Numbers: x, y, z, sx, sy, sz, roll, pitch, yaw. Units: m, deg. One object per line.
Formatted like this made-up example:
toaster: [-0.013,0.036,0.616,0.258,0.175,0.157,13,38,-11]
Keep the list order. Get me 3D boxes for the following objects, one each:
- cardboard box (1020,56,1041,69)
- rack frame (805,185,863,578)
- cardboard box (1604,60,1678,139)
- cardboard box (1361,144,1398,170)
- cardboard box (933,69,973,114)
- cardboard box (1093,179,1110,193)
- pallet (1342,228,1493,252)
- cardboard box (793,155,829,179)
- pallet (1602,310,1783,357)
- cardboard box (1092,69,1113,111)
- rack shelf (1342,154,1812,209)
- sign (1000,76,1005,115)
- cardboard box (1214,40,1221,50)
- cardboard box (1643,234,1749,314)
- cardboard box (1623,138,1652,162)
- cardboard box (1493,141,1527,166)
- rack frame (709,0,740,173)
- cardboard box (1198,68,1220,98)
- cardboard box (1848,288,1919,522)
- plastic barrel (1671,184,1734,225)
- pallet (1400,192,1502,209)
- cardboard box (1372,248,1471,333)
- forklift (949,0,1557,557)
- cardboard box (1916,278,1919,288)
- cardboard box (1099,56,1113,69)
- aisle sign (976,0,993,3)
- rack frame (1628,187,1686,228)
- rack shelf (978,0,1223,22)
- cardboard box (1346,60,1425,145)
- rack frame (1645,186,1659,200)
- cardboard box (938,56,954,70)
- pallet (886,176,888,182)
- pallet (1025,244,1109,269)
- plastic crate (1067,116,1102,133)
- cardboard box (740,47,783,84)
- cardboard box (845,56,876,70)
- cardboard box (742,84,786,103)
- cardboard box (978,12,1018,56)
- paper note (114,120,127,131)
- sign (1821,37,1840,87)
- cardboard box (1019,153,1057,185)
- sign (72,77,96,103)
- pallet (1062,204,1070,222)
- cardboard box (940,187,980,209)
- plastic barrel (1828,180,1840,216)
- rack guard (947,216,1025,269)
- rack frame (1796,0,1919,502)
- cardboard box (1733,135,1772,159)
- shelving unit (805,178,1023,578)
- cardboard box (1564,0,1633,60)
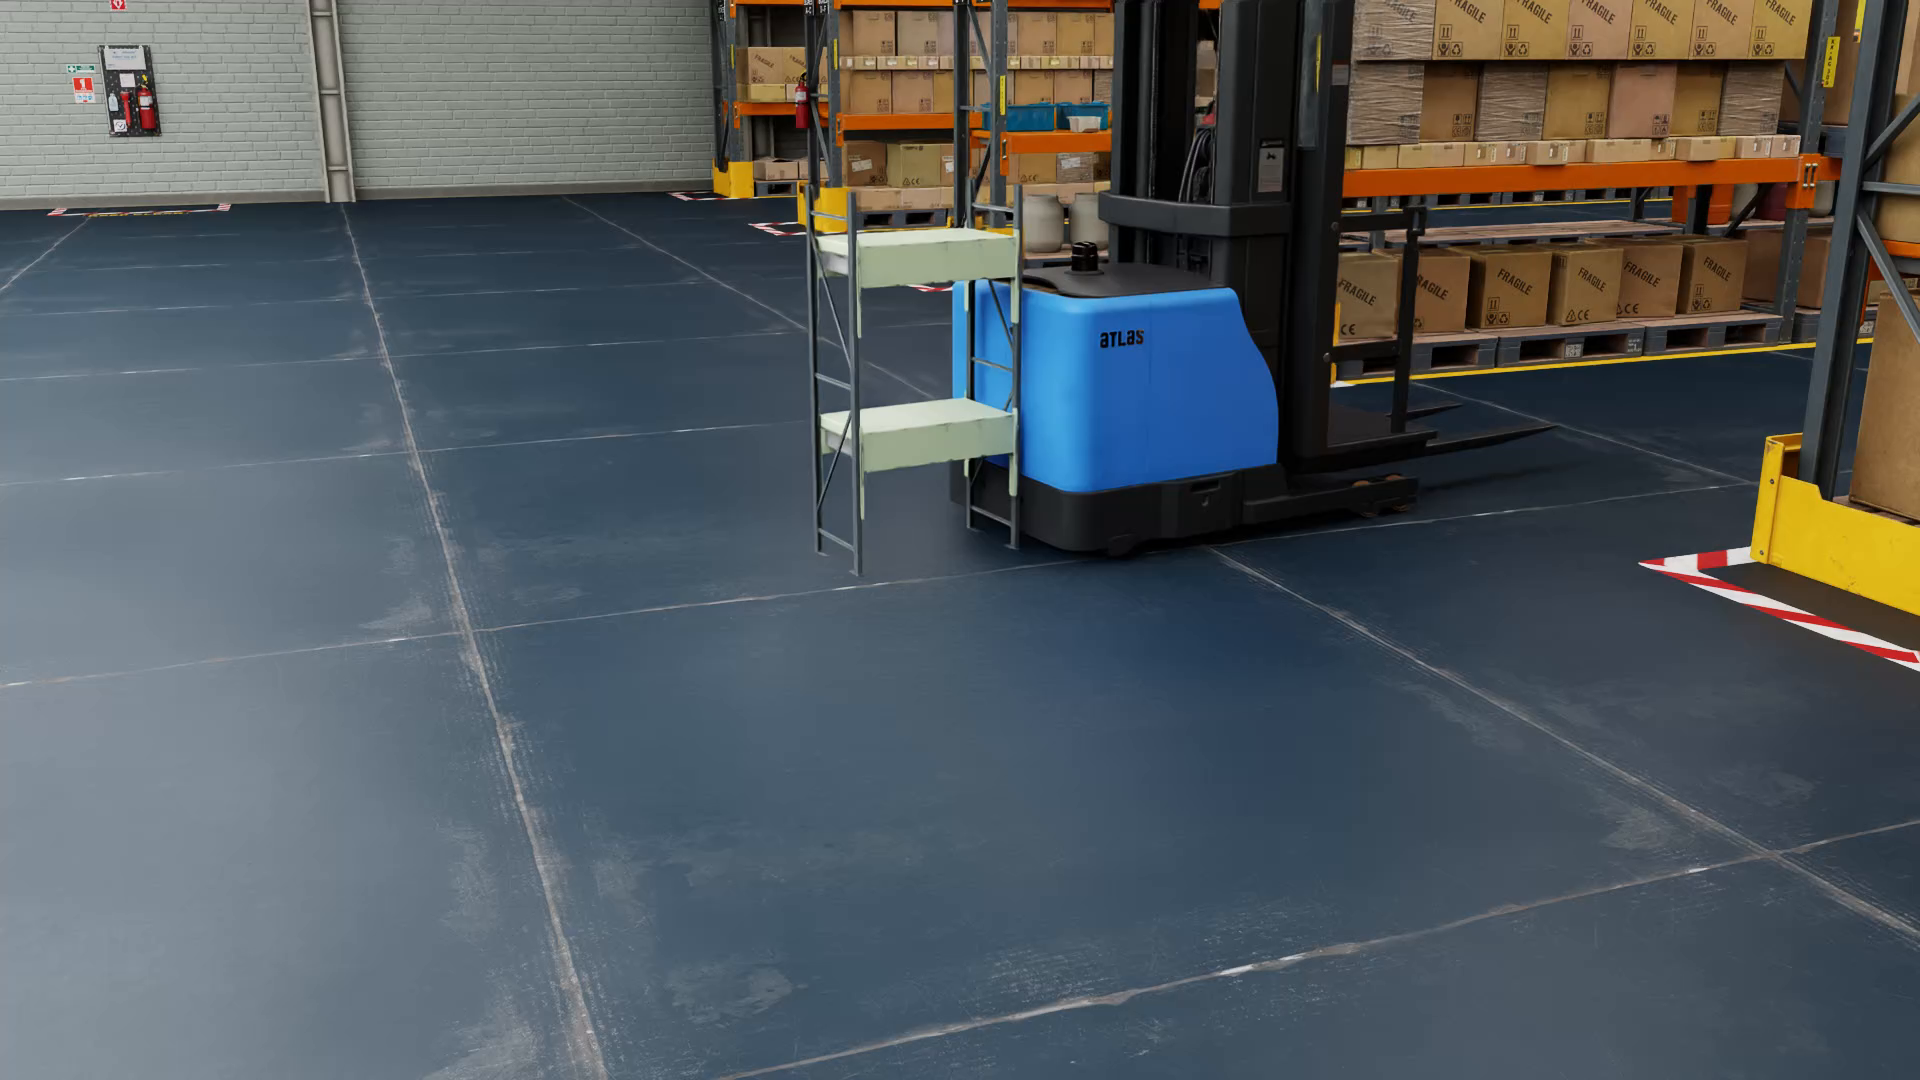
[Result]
cardboard box: [0.778,-5.713,19.902,0.250,0.149,0.380,-6,17,-18]
rack frame: [-0.495,-0.619,6.543,0.023,1.500,0.400,-9,19,-29]
cardboard box: [4.330,-3.002,11.293,0.500,0.500,0.875,-6,17,-20]
cardboard box: [2.540,-2.421,10.465,0.250,0.149,0.380,-6,17,-20]
cardboard box: [-0.198,-5.357,19.838,0.500,0.500,0.700,-6,17,-20]
cardboard box: [1.787,-4.343,20.700,0.500,0.250,0.500,-6,17,-20]
pallet: [4.630,-3.013,16.985,1.213,0.211,1.003,-6,17,-20]
cardboard box: [-2.159,-5.490,24.460,0.500,0.311,0.500,-5,17,-15]
pallet: [5.069,-1.544,11.981,1.213,0.211,1.003,-6,17,-20]
cardboard box: [1.730,-5.567,20.555,0.500,0.500,0.700,-7,18,-22]
rack shelf: [3.815,-2.412,11.265,4.000,0.370,1.077,-6,17,-20]
sign: [0.368,-3.846,14.381,0.005,0.325,0.100,-6,17,-20]
cardboard box: [4.432,-7.946,26.761,0.500,0.250,0.500,-6,17,-19]
cardboard box: [5.295,-1.931,12.042,0.500,0.500,0.500,-7,18,-22]
cardboard box: [4.403,-2.626,11.164,0.250,0.149,0.380,-6,17,-20]
cardboard box: [3.464,-2.529,10.832,0.250,0.149,0.380,-6,17,-20]
rack frame: [-3.369,-6.465,23.791,0.127,3.000,1.000,-6,17,-20]
cardboard box: [3.357,-5.740,21.143,0.500,0.500,0.500,-5,17,-16]
cardboard box: [4.238,-0.508,6.530,0.875,0.875,0.875,-6,17,-20]
plastic barrel: [8.097,-3.879,18.091,0.708,0.830,0.600,-6,17,-20]
pallet: [6.588,-4.696,22.716,1.213,0.211,1.003,-6,17,-20]
cardboard box: [3.083,-1.685,11.205,0.500,0.500,0.500,-2,16,-6]
forklift: [1.485,-1.624,7.426,3.031,2.935,1.130,-9,19,-29]
cardboard box: [7.239,-2.126,12.671,0.500,0.500,0.700,-8,18,-25]
cardboard box: [1.733,-5.817,20.253,0.250,0.149,0.380,-7,18,-21]
aisle sign: [0.213,-5.022,14.261,0.004,0.787,0.394,-6,17,-20]
rack frame: [7.646,-4.665,17.661,0.127,3.000,1.000,-6,17,-20]
rack shelf: [2.233,-8.164,25.529,4.000,0.370,1.077,-6,17,-20]
cardboard box: [2.471,-2.794,10.585,0.500,0.500,0.875,-6,17,-20]
rack frame: [9.612,-6.372,23.474,0.127,3.000,1.000,-6,17,-20]
cardboard box: [-0.186,-5.609,19.546,0.250,0.149,0.380,-7,18,-22]
pallet: [-1.390,-5.329,24.872,1.213,0.211,1.003,-6,17,-20]
pallet: [0.990,-2.621,15.650,1.213,0.211,1.003,-6,17,-20]
plastic crate: [1.126,-3.738,14.971,0.250,0.136,0.298,-6,17,-20]
cardboard box: [-2.816,-6.732,23.598,0.500,0.500,0.500,-6,17,-20]
cardboard box: [-1.150,-5.504,19.190,0.250,0.149,0.380,-6,18,-20]
cardboard box: [-2.800,-6.369,23.692,0.500,0.250,0.500,-7,18,-22]
cardboard box: [0.324,-6.038,19.855,0.500,0.500,0.700,-6,17,-20]
paper note: [-11.139,-5.497,22.057,0.142,0.148,0.016,-6,17,-20]
sign: [5.884,-3.232,11.245,0.005,0.325,0.100,-6,17,-20]
cardboard box: [0.850,-4.605,20.258,0.500,0.500,0.500,-6,17,-20]
sign: [-11.502,-5.908,21.829,0.234,0.329,0.001,-6,17,-20]
pallet: [1.384,-4.159,20.884,1.213,0.211,1.003,-6,17,-20]
cardboard box: [-0.080,-4.142,20.013,0.500,0.250,0.500,-6,17,-20]
plastic barrel: [10.206,-4.141,18.856,0.708,0.901,0.600,-6,17,-20]
rack guard: [0.230,-2.679,15.335,0.348,0.500,1.175,-6,17,-20]
rack frame: [3.628,-1.240,5.998,0.127,3.000,1.000,-6,17,-20]
cardboard box: [5.351,-2.717,11.471,0.250,0.149,0.380,-6,17,-20]
shelving unit: [-0.179,-0.671,6.720,0.755,1.500,0.431,-9,19,-29]
cardboard box: [3.960,-3.361,10.740,0.500,0.500,0.500,-6,17,-20]
